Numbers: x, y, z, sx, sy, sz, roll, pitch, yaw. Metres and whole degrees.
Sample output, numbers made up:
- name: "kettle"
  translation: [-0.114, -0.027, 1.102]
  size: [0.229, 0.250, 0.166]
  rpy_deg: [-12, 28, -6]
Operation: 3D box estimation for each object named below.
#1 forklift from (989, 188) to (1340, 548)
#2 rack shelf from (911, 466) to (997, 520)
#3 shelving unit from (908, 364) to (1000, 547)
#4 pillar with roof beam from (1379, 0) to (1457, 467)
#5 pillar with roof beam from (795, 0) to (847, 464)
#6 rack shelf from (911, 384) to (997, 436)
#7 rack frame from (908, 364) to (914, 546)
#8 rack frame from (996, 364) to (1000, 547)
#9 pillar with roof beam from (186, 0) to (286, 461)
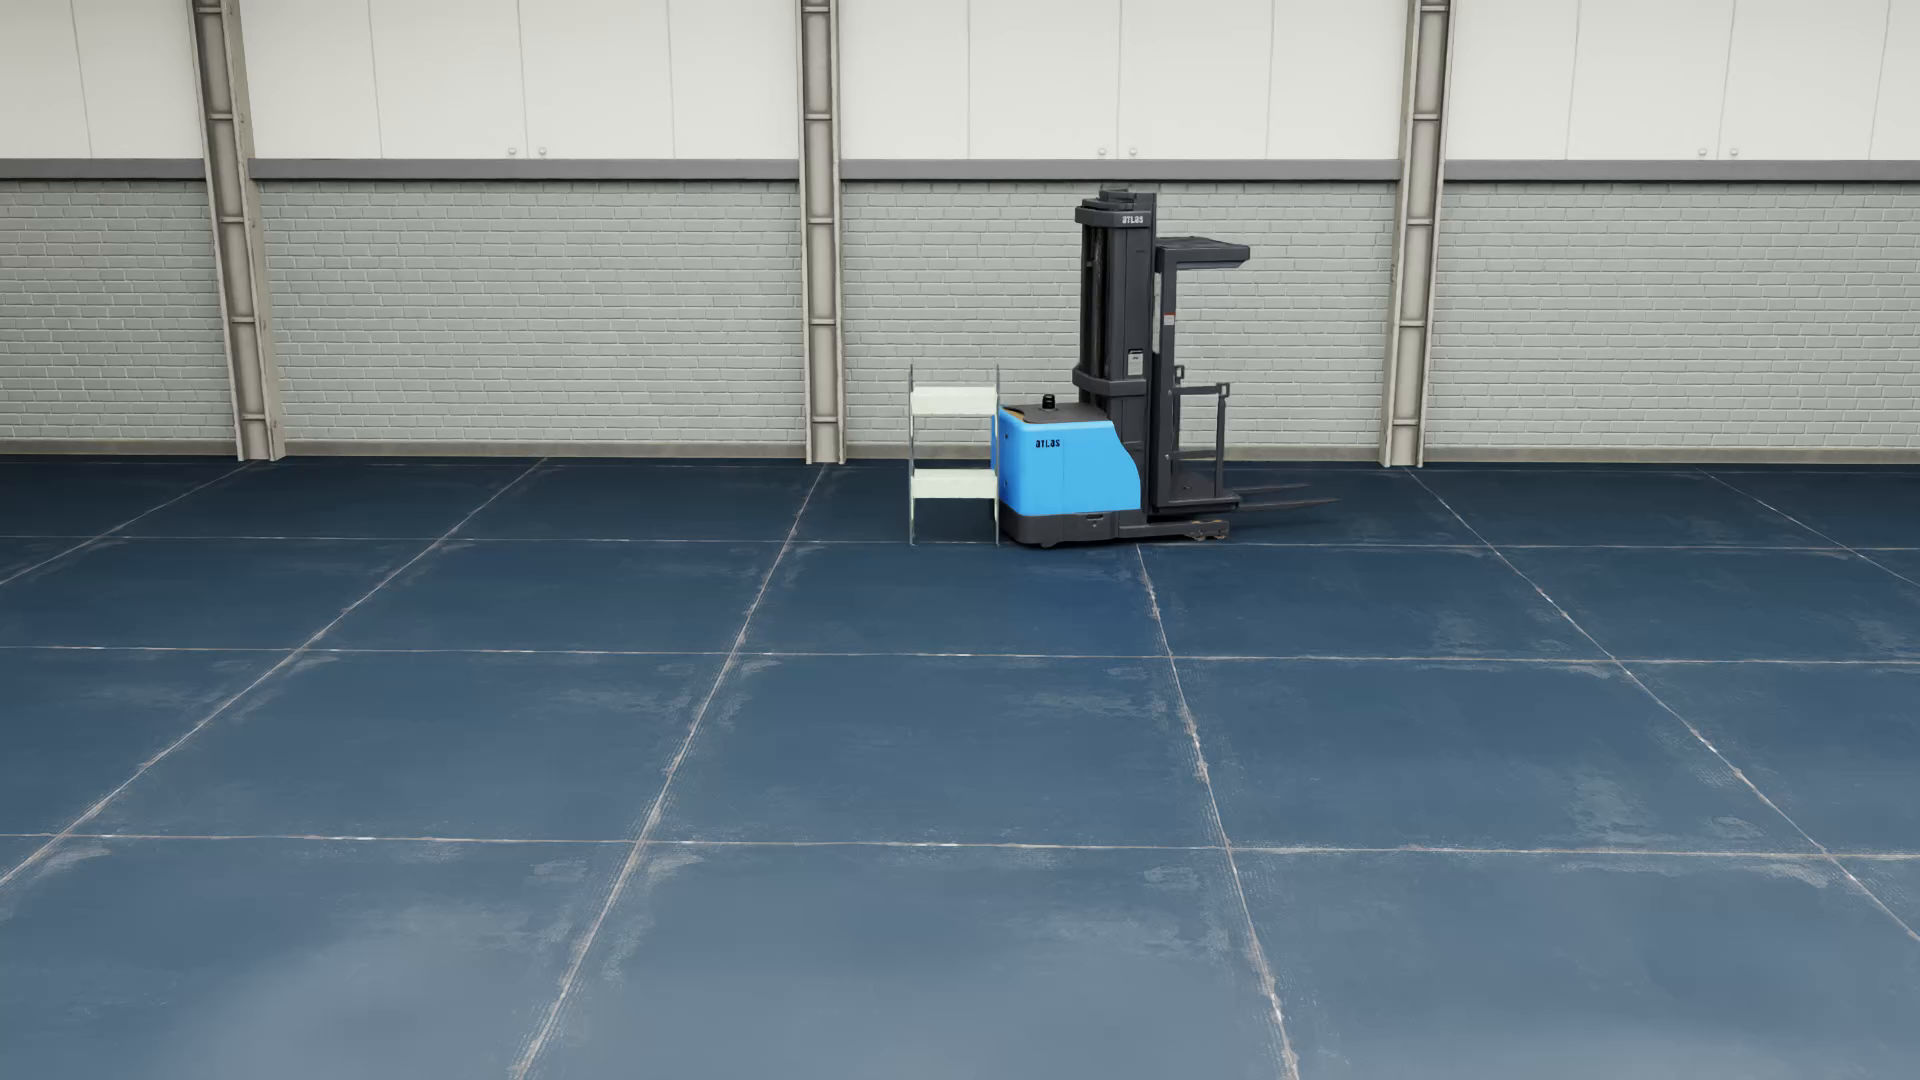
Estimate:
- name: "forklift"
  translation: [1.837, -1.538, 14.424]
  size: [3.031, 2.935, 1.130]
  rpy_deg: [-4, 15, -14]
- name: "rack shelf"
  translation: [-0.047, -0.405, 14.212]
  size: [0.720, 0.370, 0.431]
  rpy_deg: [0, 15, 1]
- name: "shelving unit"
  translation: [-0.047, -0.720, 14.129]
  size: [0.755, 1.500, 0.431]
  rpy_deg: [0, 15, 1]
- name: "pillar with roof beam"
  translation: [4.484, -4.048, 12.043]
  size: [0.400, 9.000, 9.100]
  rpy_deg: [0, 15, 1]
- name: "pillar with roof beam"
  translation: [-1.514, -4.087, 12.192]
  size: [0.400, 9.000, 9.100]
  rpy_deg: [0, 15, 1]
- name: "rack shelf"
  translation: [-0.047, -1.097, 14.030]
  size: [0.720, 0.370, 0.431]
  rpy_deg: [0, 15, 1]
- name: "rack frame"
  translation: [-0.413, -0.721, 14.134]
  size: [0.023, 1.500, 0.400]
  rpy_deg: [0, 15, 1]
- name: "rack frame"
  translation: [0.319, -0.719, 14.125]
  size: [0.023, 1.500, 0.400]
  rpy_deg: [0, 15, 1]
- name: "pillar with roof beam"
  translation: [-7.512, -4.126, 12.340]
  size: [0.400, 9.000, 9.100]
  rpy_deg: [0, 15, 1]
